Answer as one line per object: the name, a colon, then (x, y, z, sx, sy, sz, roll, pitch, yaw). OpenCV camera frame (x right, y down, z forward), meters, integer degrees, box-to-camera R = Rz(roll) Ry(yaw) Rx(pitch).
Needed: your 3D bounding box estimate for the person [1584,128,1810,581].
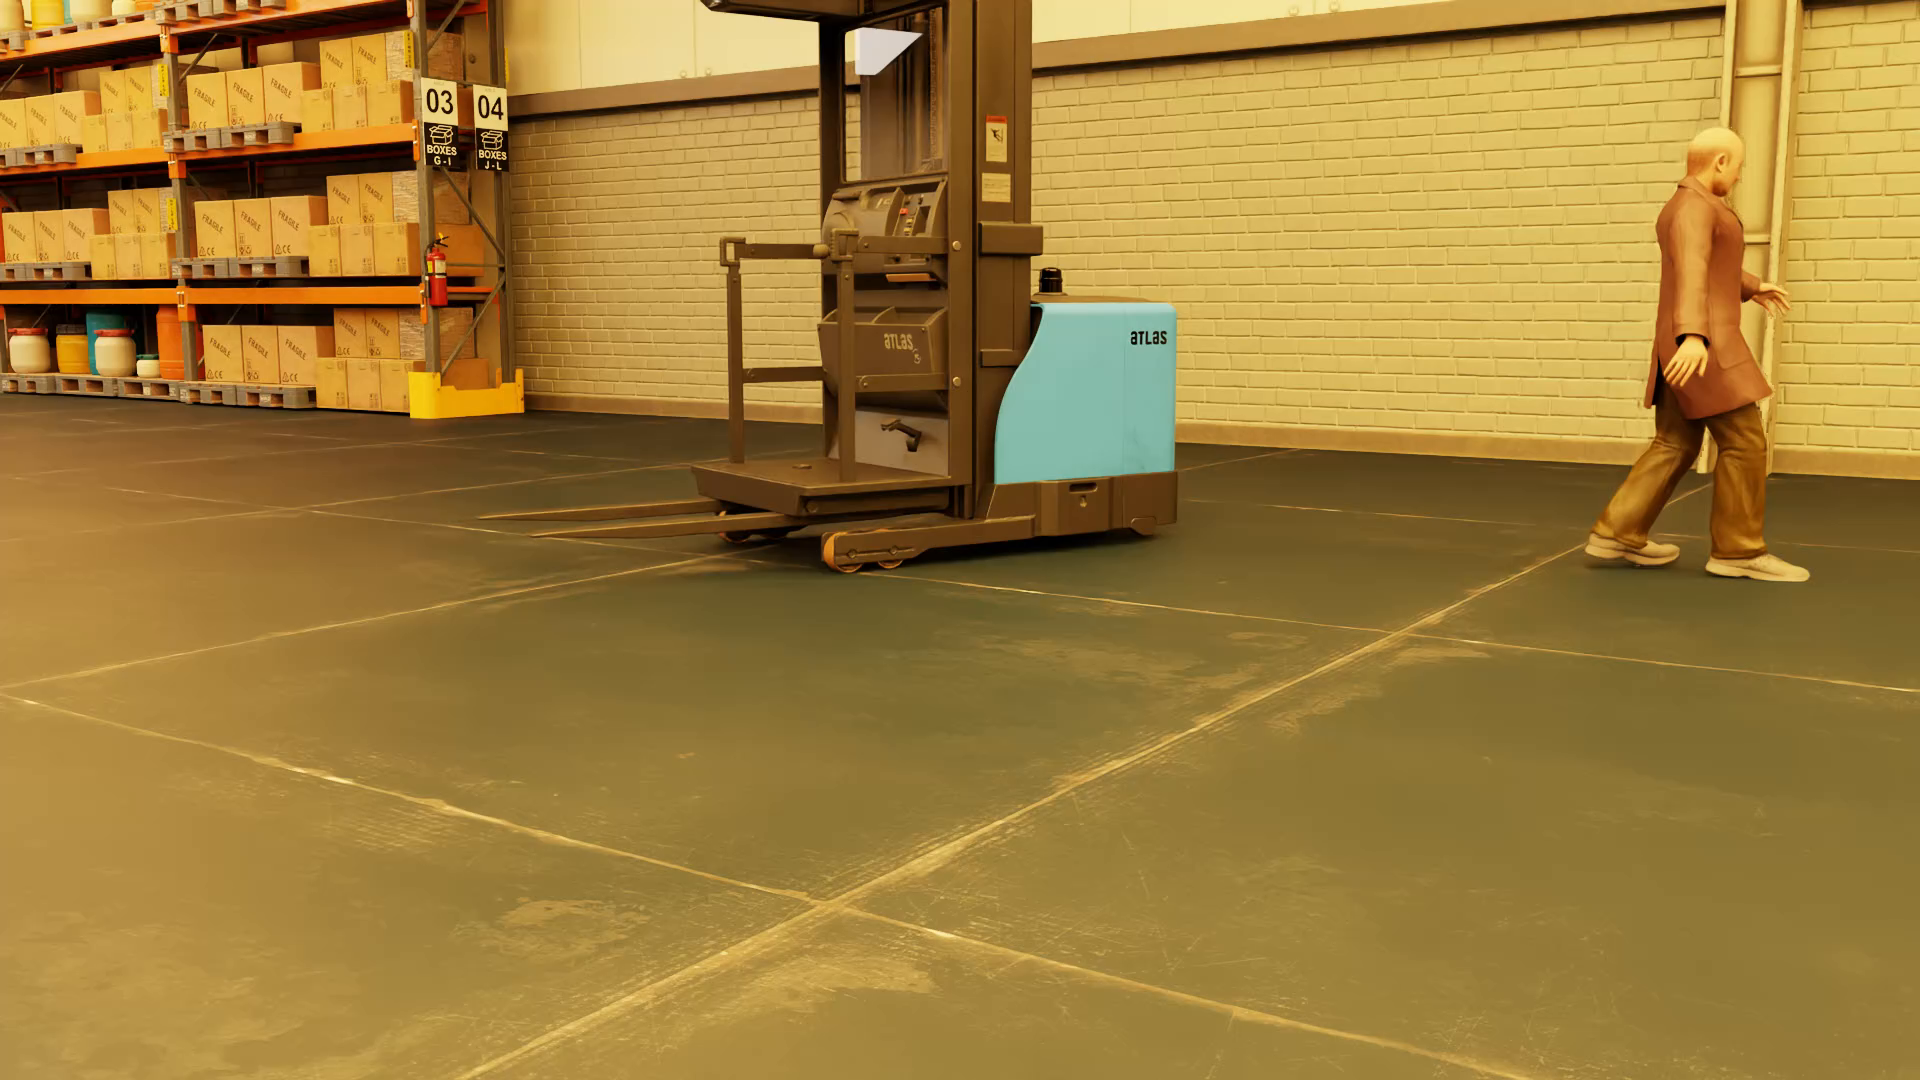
person: (2.954, -0.726, 6.546, 0.824, 1.759, 1.016, 1, 8, 10)

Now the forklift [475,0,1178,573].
forklift: (-0.507, -1.403, 7.061, 3.031, 2.935, 1.130, -5, 10, -33)
